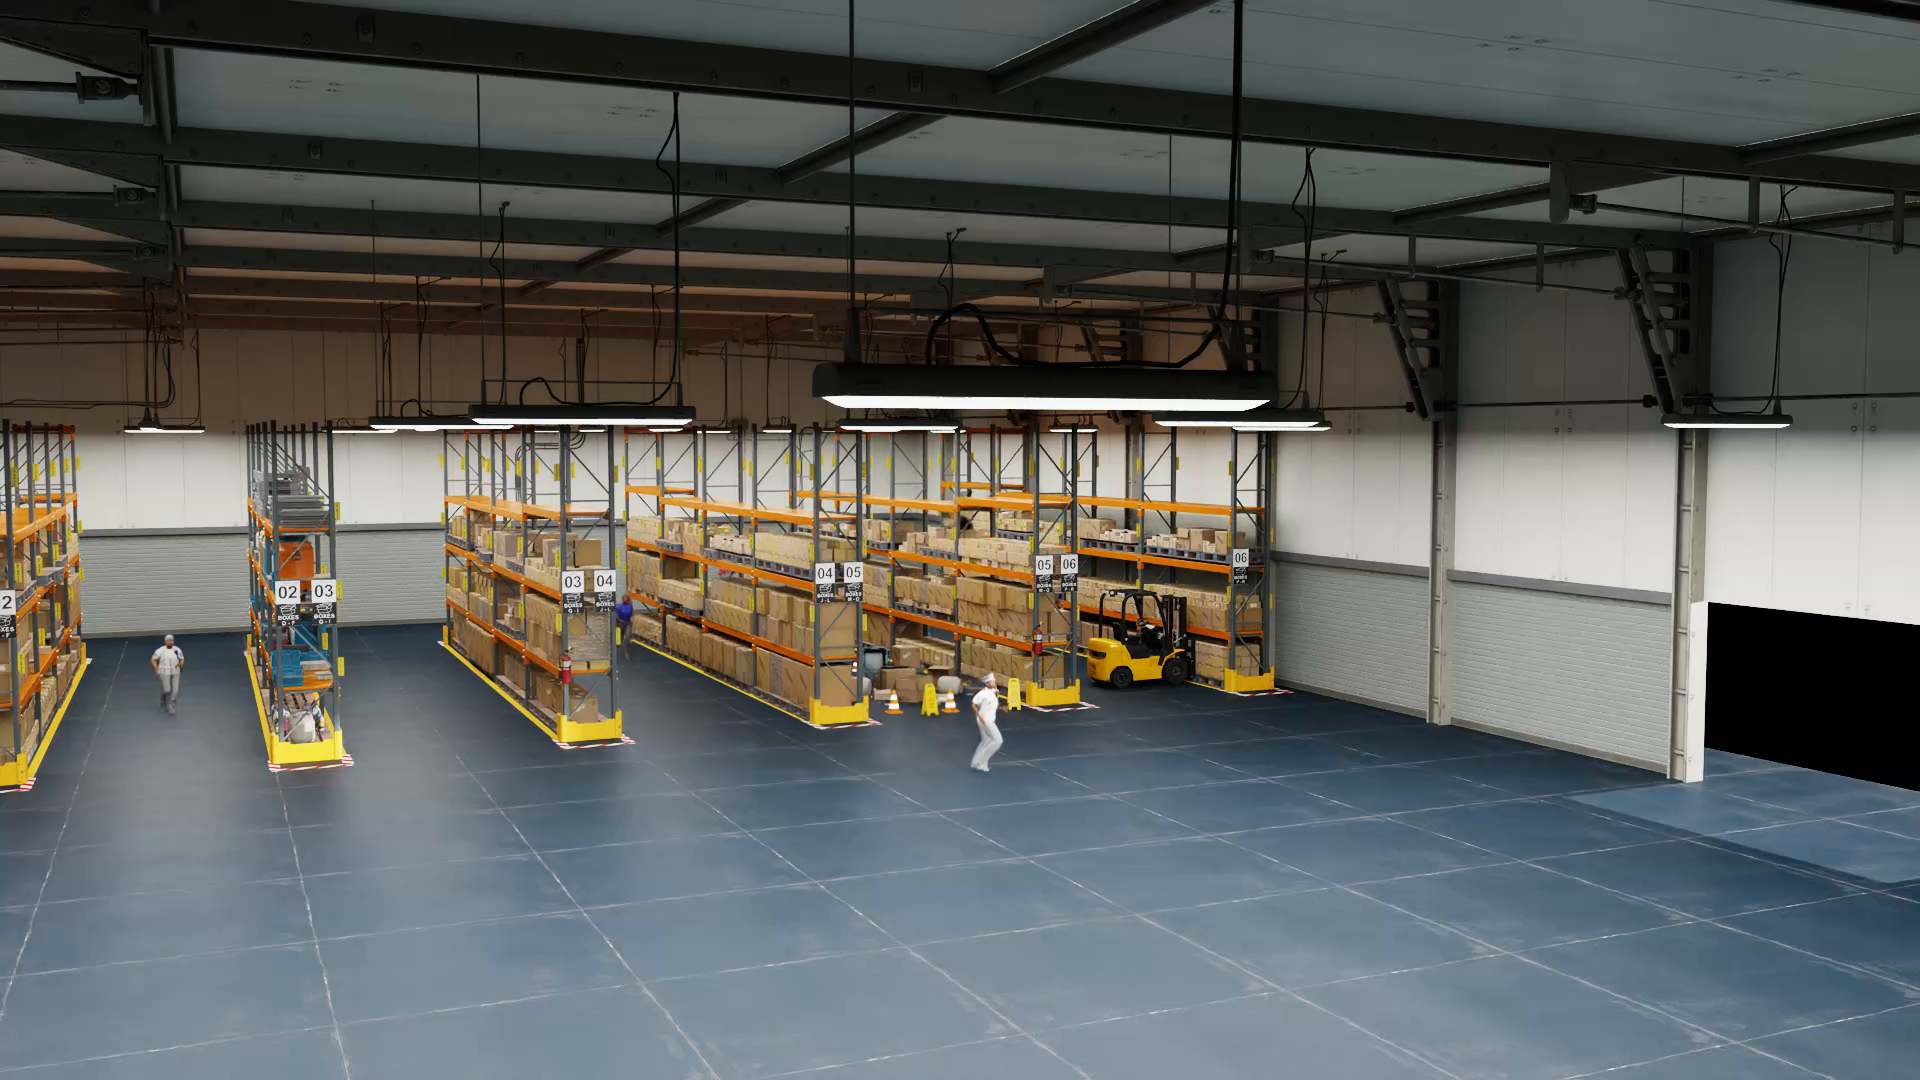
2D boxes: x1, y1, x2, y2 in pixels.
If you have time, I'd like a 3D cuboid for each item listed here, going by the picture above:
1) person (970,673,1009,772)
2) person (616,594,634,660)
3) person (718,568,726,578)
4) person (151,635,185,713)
[{"bbox_3d":[0.503,3.111,28.419,0.652,1.696,0.552,1,4,13],"label":"person"},{"bbox_3d":[-8.695,2.220,43.037,0.600,1.653,0.953,-2,4,-31],"label":"person"},{"bbox_3d":[-7.191,1.705,50.165,0.667,1.770,0.624,-1,4,-21],"label":"person"},{"bbox_3d":[-16.249,2.765,34.195,0.593,1.626,0.574,-3,4,-37],"label":"person"}]
